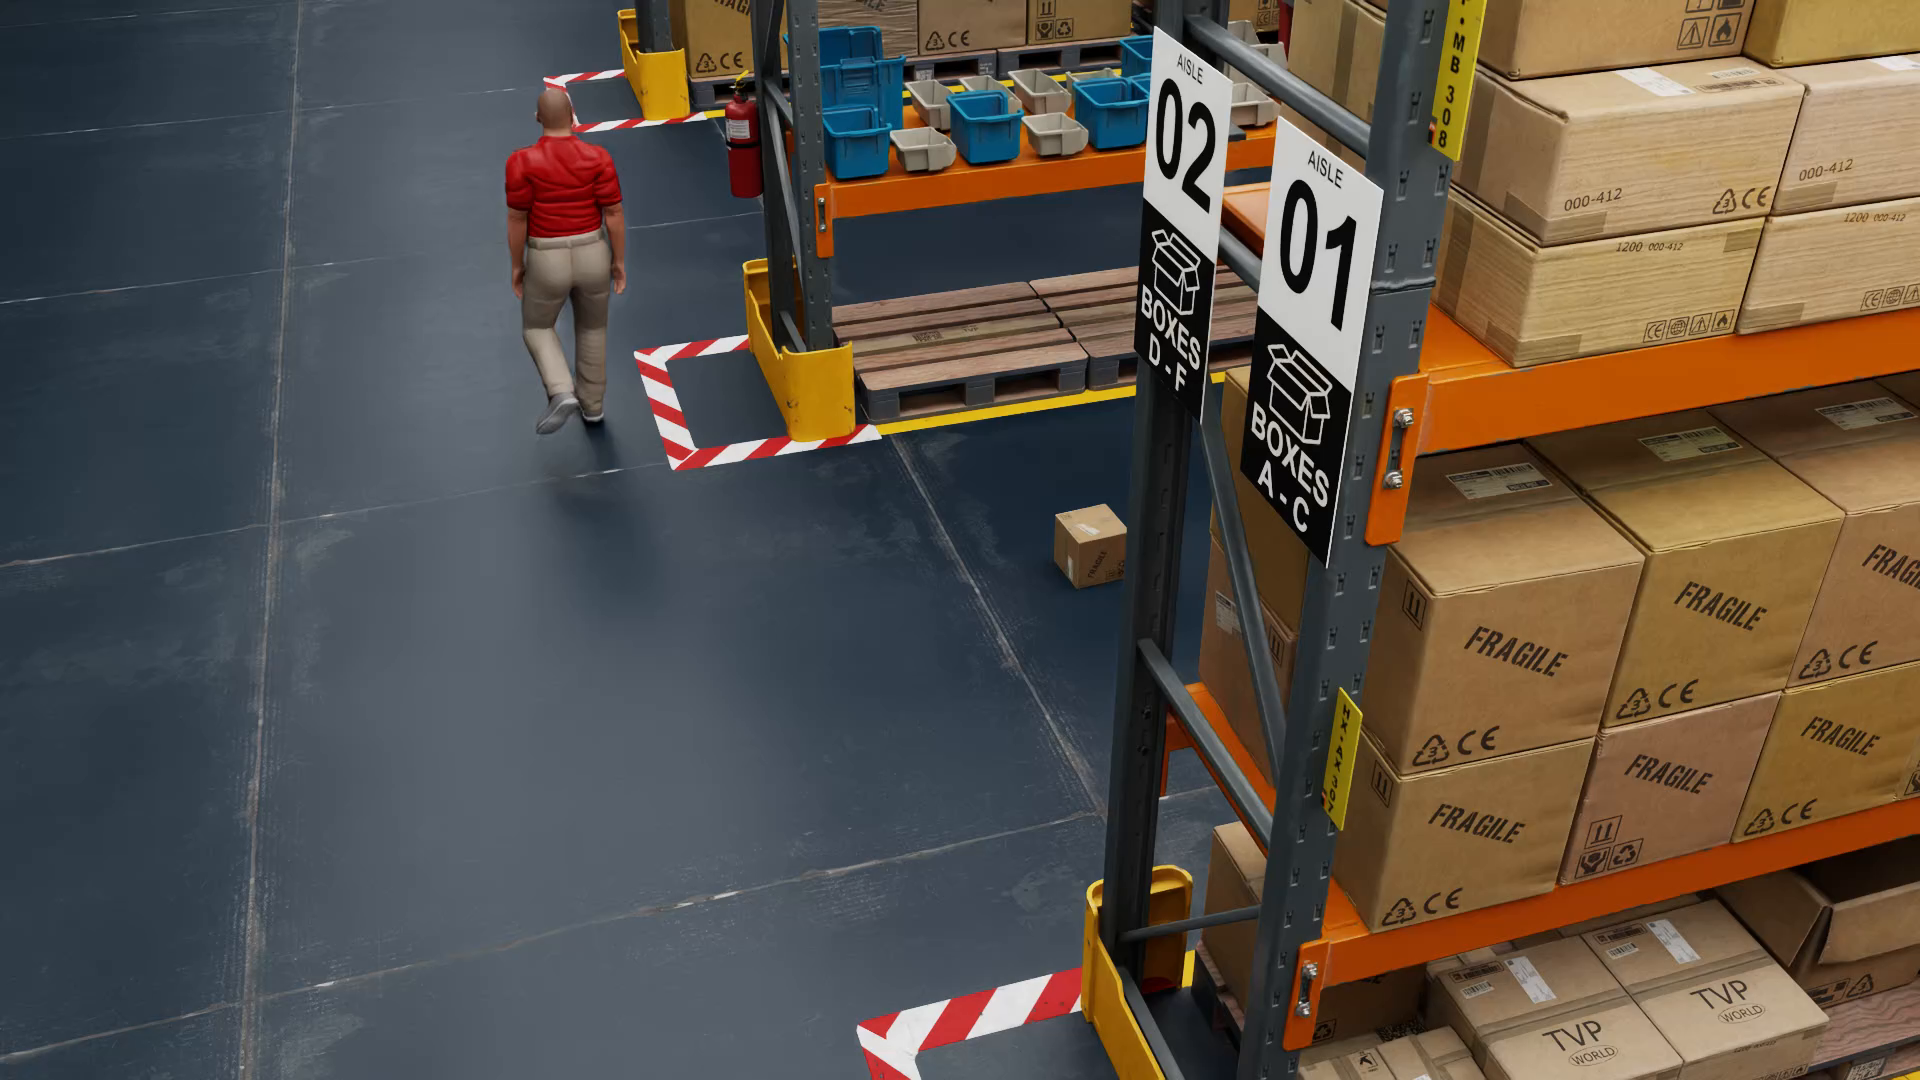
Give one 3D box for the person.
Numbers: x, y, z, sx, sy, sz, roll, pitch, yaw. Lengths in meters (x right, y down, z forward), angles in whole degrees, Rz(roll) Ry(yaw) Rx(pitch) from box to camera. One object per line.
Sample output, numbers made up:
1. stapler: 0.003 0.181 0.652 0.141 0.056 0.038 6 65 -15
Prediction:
1. person: -1.900 -1.323 8.093 0.586 1.720 0.595 -11 35 -17
